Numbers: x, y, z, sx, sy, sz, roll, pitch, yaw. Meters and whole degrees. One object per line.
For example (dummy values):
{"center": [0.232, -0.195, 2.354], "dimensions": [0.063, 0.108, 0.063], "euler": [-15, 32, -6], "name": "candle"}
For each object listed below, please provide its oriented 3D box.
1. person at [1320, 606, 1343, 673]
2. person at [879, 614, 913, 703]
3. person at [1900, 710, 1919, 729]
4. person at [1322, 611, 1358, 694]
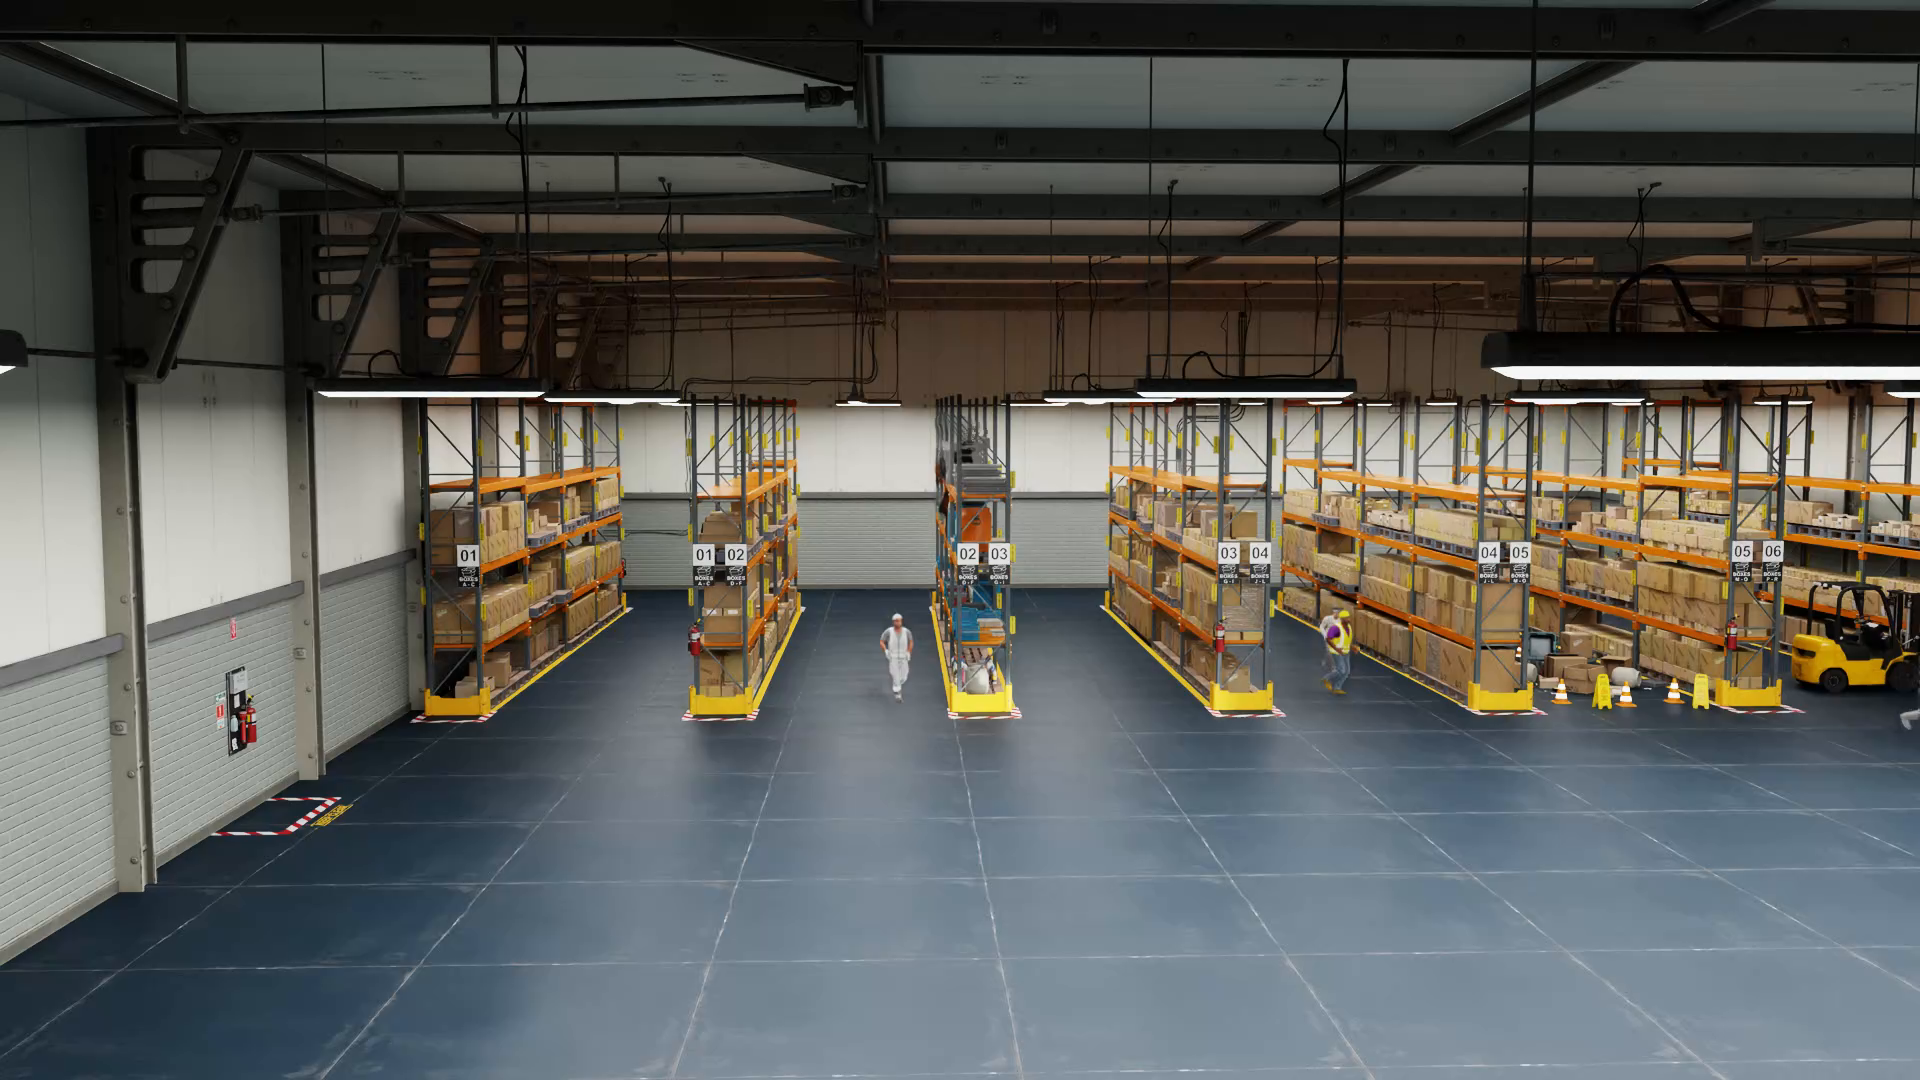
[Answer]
{"center": [8.071, 2.157, 36.014], "dimensions": [0.632, 1.520, 0.925], "euler": [0, 5, -3], "name": "person"}
{"center": [-1.241, 2.296, 32.517], "dimensions": [0.671, 1.742, 0.632], "euler": [-1, 5, -13], "name": "person"}
{"center": [16.809, 2.681, 28.822], "dimensions": [0.587, 1.630, 0.926], "euler": [-3, 5, -34], "name": "person"}
{"center": [7.608, 2.252, 33.438], "dimensions": [0.695, 1.704, 0.605], "euler": [-3, 6, -38], "name": "person"}
